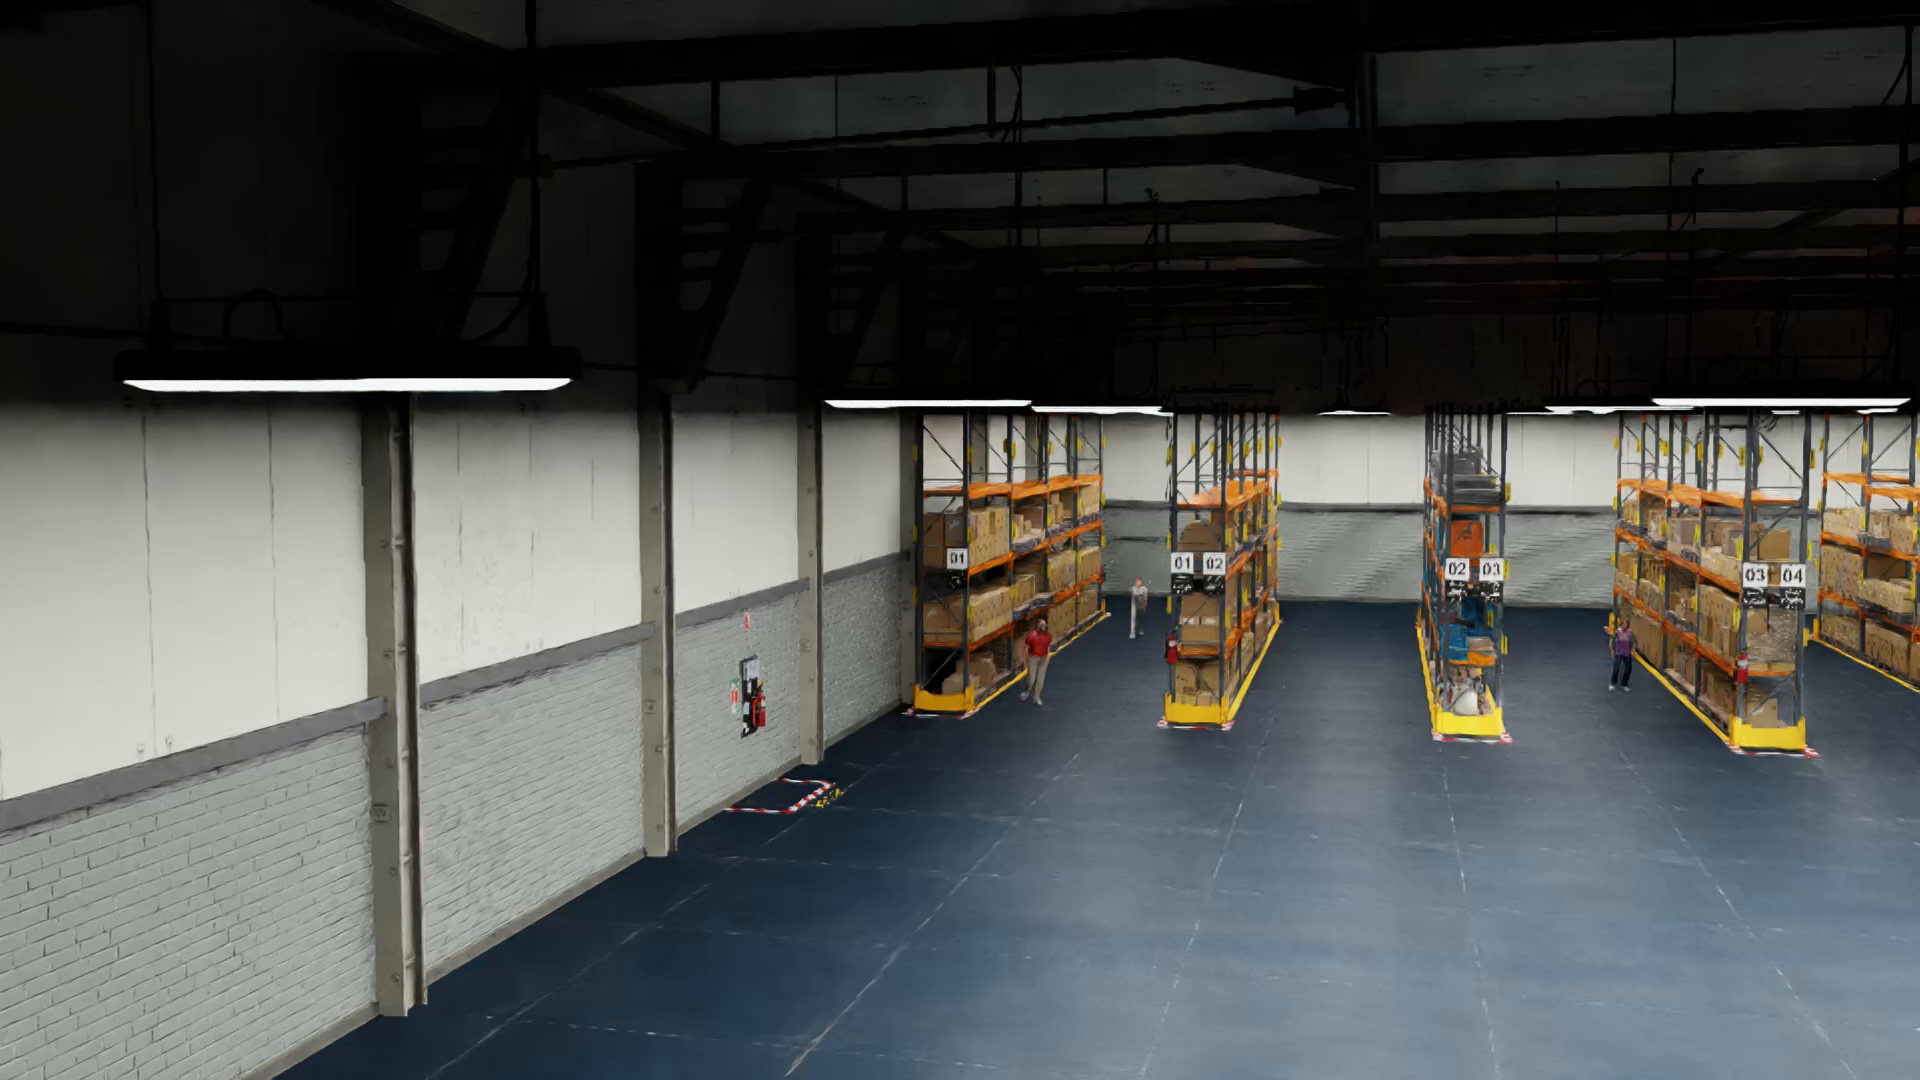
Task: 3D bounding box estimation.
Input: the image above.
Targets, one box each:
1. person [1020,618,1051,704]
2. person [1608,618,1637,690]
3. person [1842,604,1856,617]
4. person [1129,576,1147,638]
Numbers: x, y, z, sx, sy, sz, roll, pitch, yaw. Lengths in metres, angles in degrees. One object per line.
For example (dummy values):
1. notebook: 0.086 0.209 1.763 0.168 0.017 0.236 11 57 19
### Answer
1. person: 1.510 2.410 33.280 0.598 1.719 0.549 -2 5 -23
2. person: 13.865 2.389 34.809 0.566 1.541 0.519 1 4 11
3. person: 24.075 1.593 44.856 0.587 1.648 0.548 -3 5 -39
4. person: 4.643 1.720 43.167 0.446 1.589 1.095 1 4 12
